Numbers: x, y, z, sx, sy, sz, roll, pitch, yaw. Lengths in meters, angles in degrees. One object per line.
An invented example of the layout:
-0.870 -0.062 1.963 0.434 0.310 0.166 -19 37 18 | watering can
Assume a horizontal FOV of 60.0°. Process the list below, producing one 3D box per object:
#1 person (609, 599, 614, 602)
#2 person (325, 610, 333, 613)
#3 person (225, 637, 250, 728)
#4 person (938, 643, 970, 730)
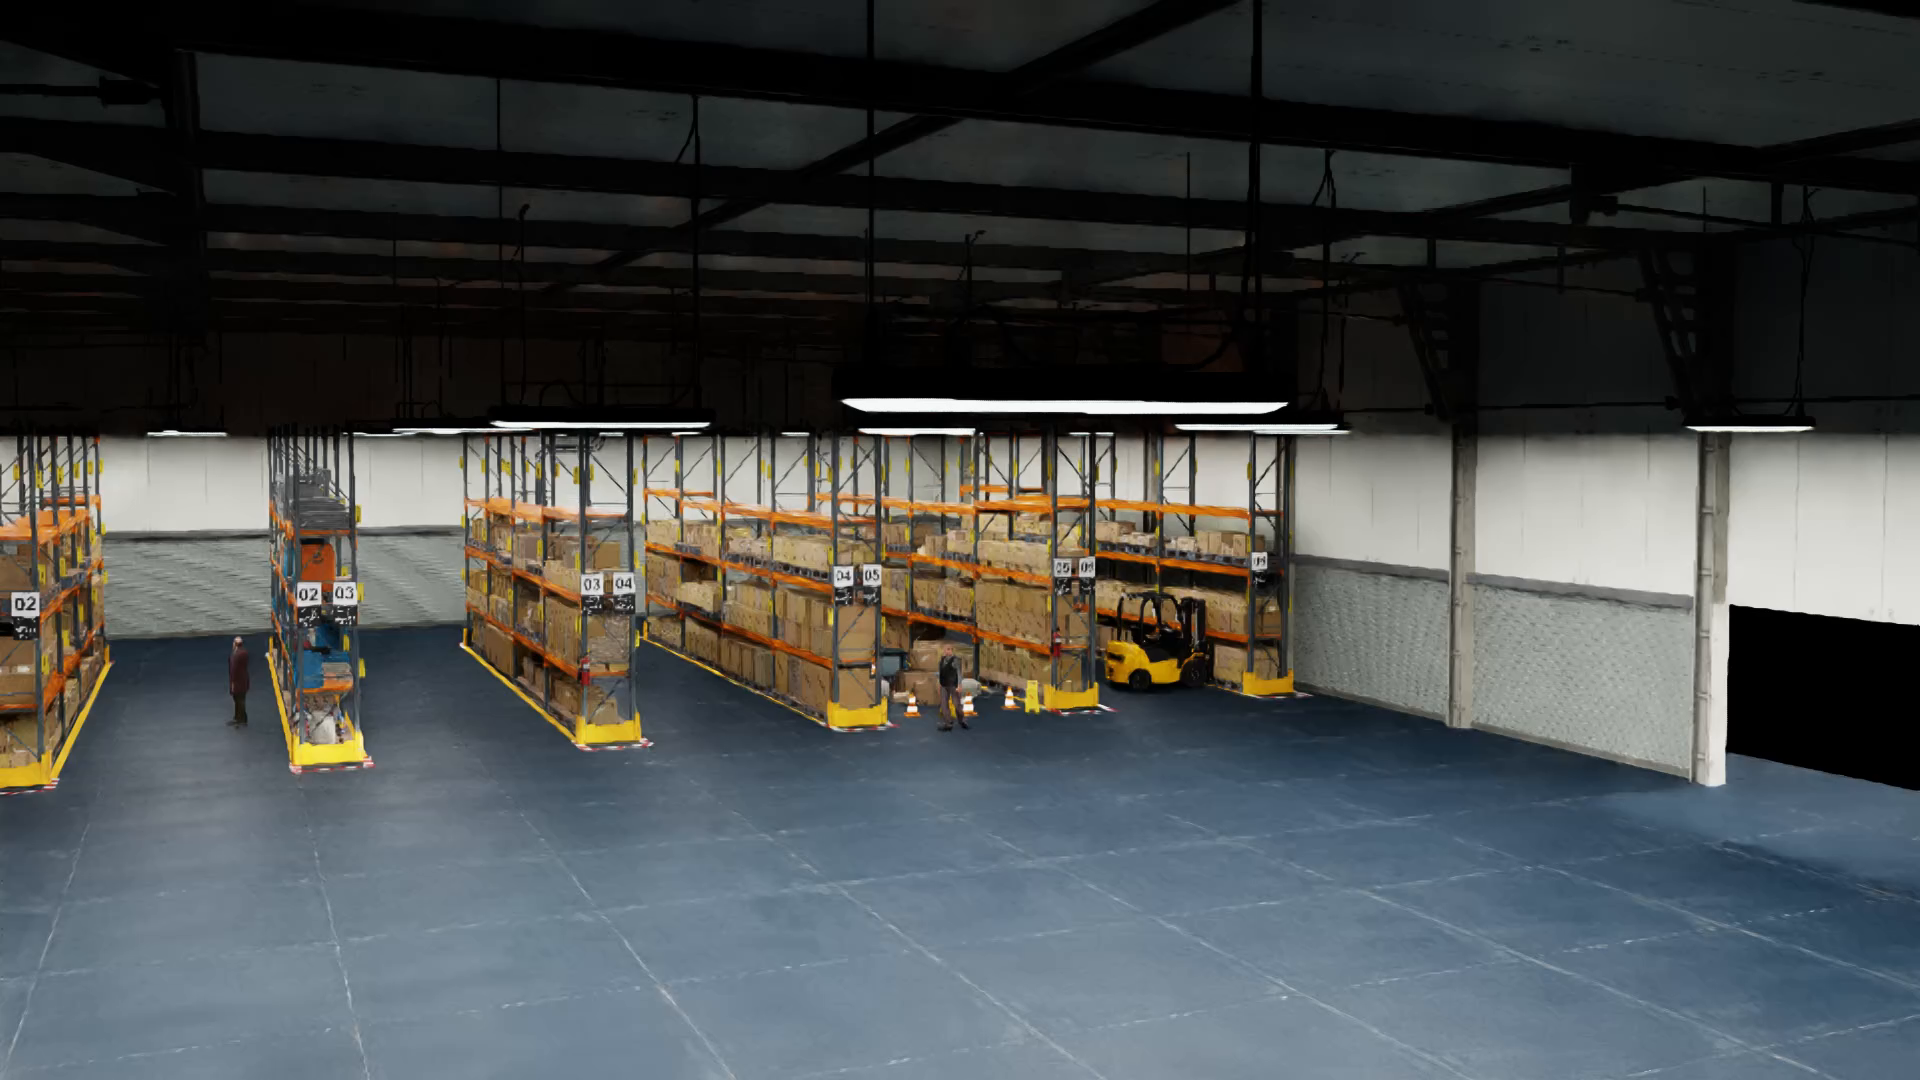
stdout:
-10.224 1.878 49.458 0.468 1.632 0.907 0 4 -8 | person
-16.414 2.167 43.319 0.412 1.787 0.644 -1 4 -10 | person
-14.340 2.805 32.941 0.551 1.782 0.636 0 4 5 | person
-0.145 2.876 32.710 0.631 1.715 0.538 3 5 40 | person
